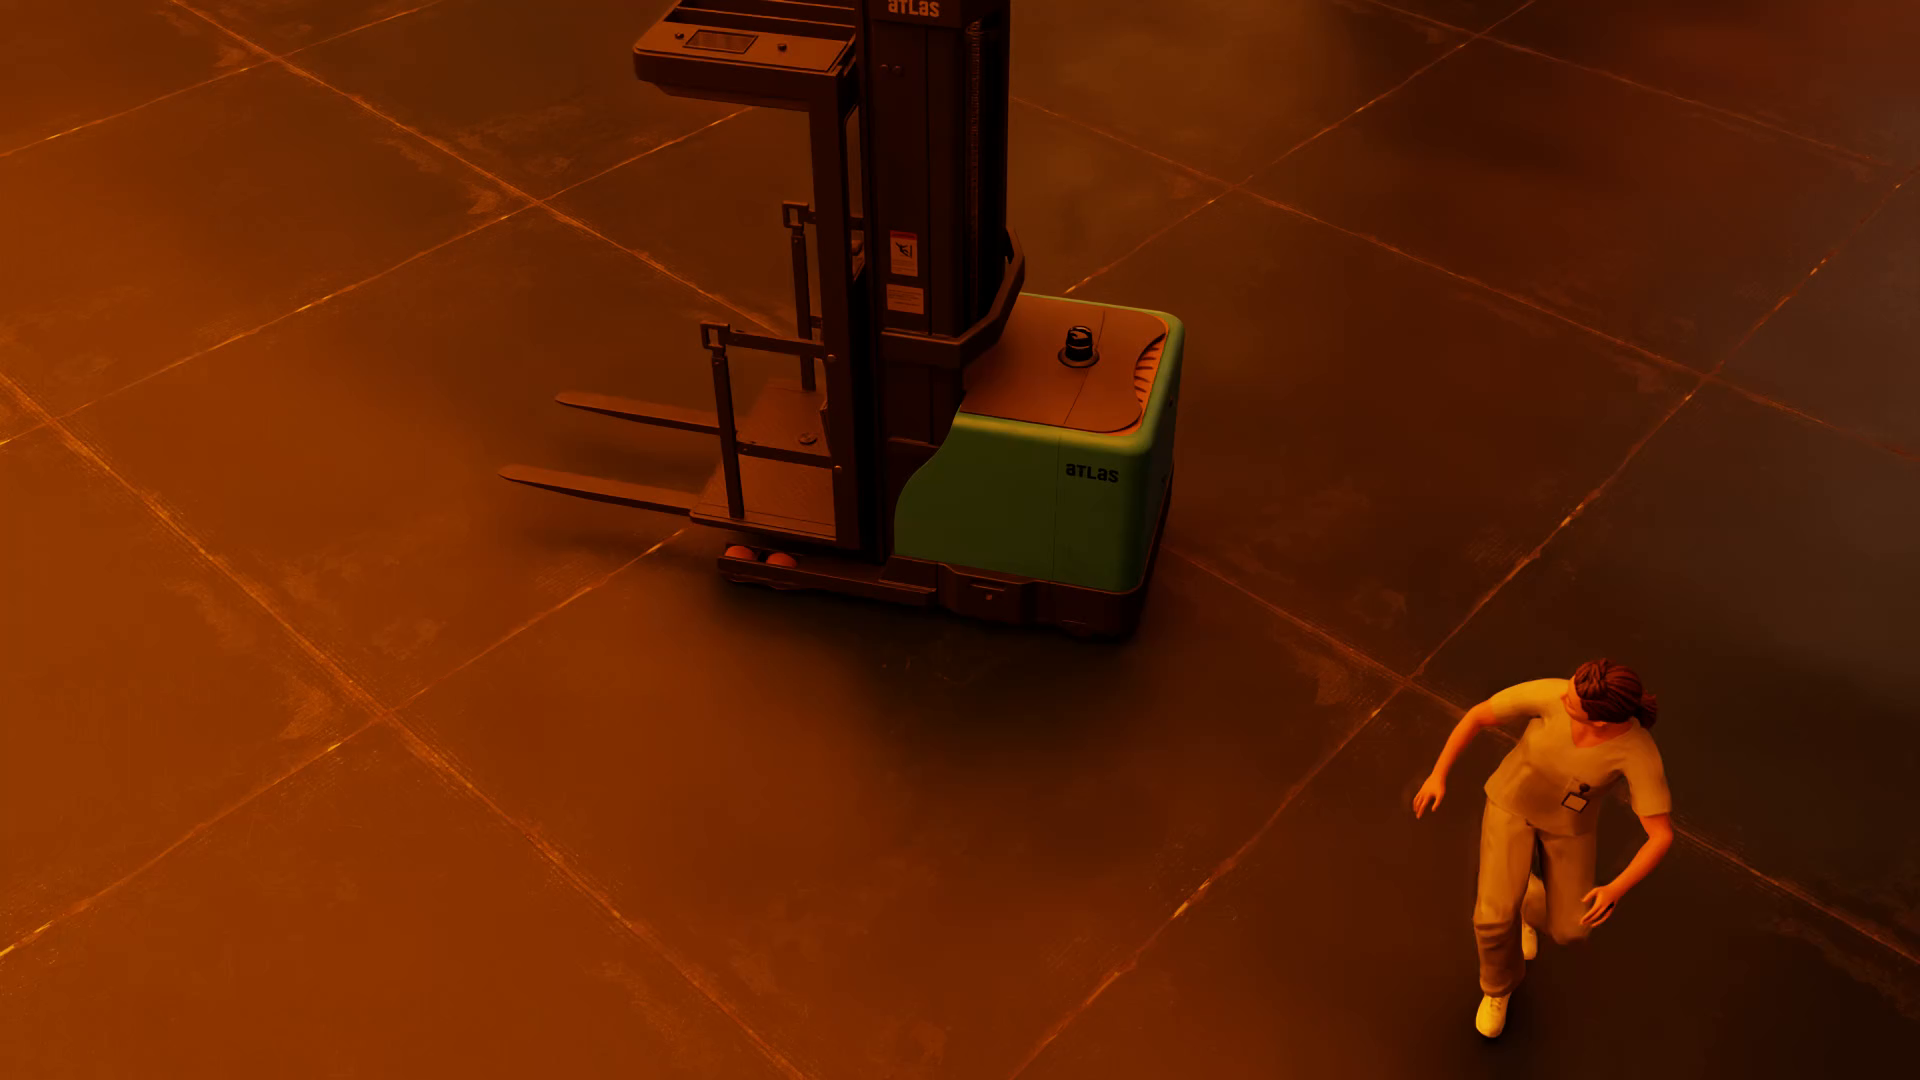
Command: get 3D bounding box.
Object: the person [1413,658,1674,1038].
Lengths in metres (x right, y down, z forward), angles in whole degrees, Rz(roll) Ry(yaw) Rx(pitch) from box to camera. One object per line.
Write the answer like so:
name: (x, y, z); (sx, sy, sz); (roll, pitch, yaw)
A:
person: (1.826, 0.960, 5.325); (0.753, 1.553, 0.764); (15, 43, 17)

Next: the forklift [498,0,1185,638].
forklift: (-0.591, -1.212, 6.841); (3.031, 2.935, 1.130); (10, 42, 11)
